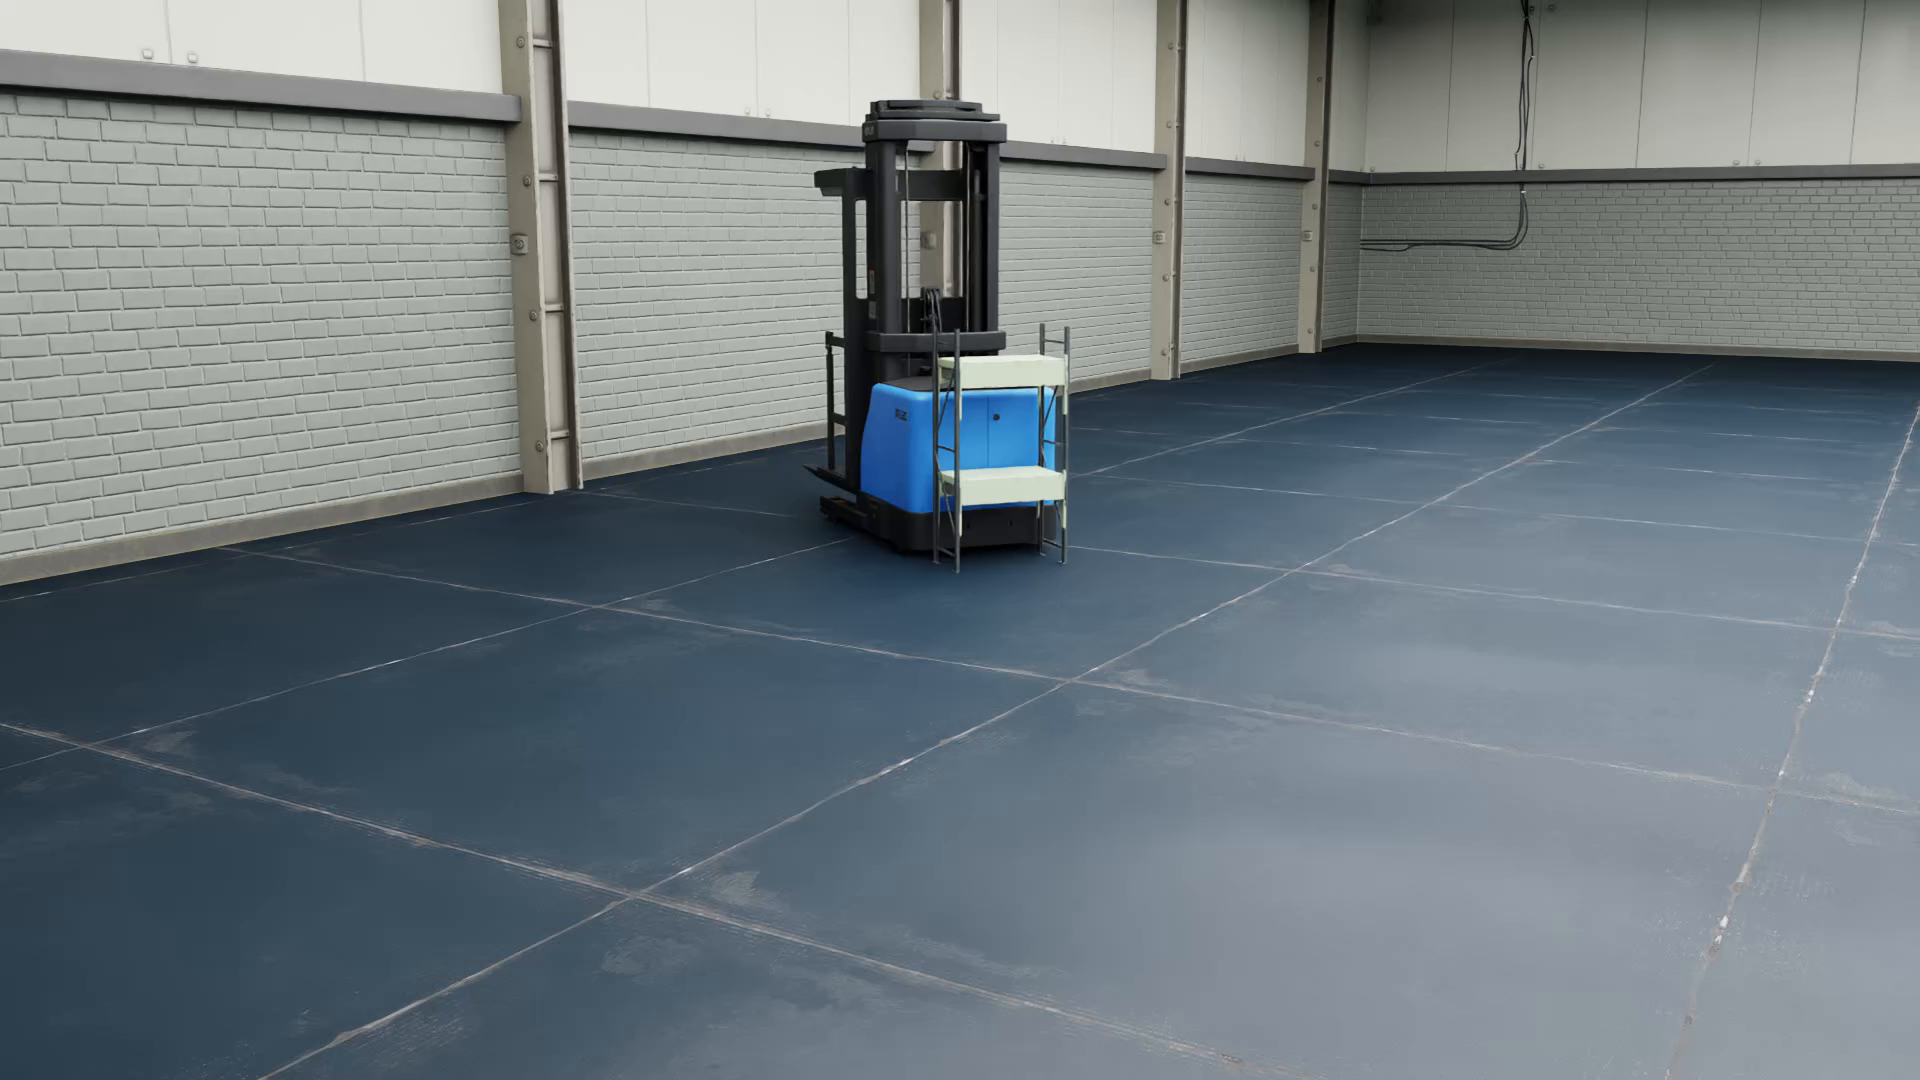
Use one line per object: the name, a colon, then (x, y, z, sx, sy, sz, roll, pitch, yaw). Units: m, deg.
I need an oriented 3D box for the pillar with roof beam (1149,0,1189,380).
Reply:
pillar with roof beam: (6.588, -6.310, 20.621, 9.100, 9.000, 0.400, 6, 12, 31)

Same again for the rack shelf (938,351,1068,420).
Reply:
rack shelf: (0.253, -0.970, 10.352, 0.720, 0.370, 0.431, -4, 11, -22)

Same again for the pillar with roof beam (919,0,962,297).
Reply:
pillar with roof beam: (3.473, -5.367, 15.580, 9.100, 9.000, 0.400, 6, 12, 31)

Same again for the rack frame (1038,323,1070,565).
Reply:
rack frame: (0.593, -0.611, 10.559, 0.023, 1.500, 0.400, -4, 11, -22)

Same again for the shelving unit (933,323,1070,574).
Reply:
shelving unit: (0.253, -0.586, 10.424, 0.755, 1.500, 0.431, -4, 11, -22)

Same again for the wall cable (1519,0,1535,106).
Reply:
wall cable: (10.995, -8.700, 28.099, 3.097, 2.526, 0.112, 6, 12, 31)

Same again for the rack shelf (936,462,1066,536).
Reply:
rack shelf: (0.253, -0.266, 10.484, 0.720, 0.370, 0.431, -4, 11, -22)

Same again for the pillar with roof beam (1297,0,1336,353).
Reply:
pillar with roof beam: (9.703, -7.254, 25.661, 9.100, 9.000, 0.400, 6, 12, 31)

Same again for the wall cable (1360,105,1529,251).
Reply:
wall cable: (8.683, -6.476, 29.944, 3.097, 2.526, 0.112, 6, 12, 31)

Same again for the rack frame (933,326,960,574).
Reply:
rack frame: (-0.086, -0.561, 10.289, 0.023, 1.500, 0.400, -4, 11, -22)

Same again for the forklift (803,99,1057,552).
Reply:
forklift: (-0.382, -1.592, 11.907, 1.130, 2.935, 3.031, -4, 11, -22)

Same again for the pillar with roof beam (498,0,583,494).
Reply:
pillar with roof beam: (0.357, -4.423, 10.540, 9.100, 9.000, 0.400, 6, 12, 31)
